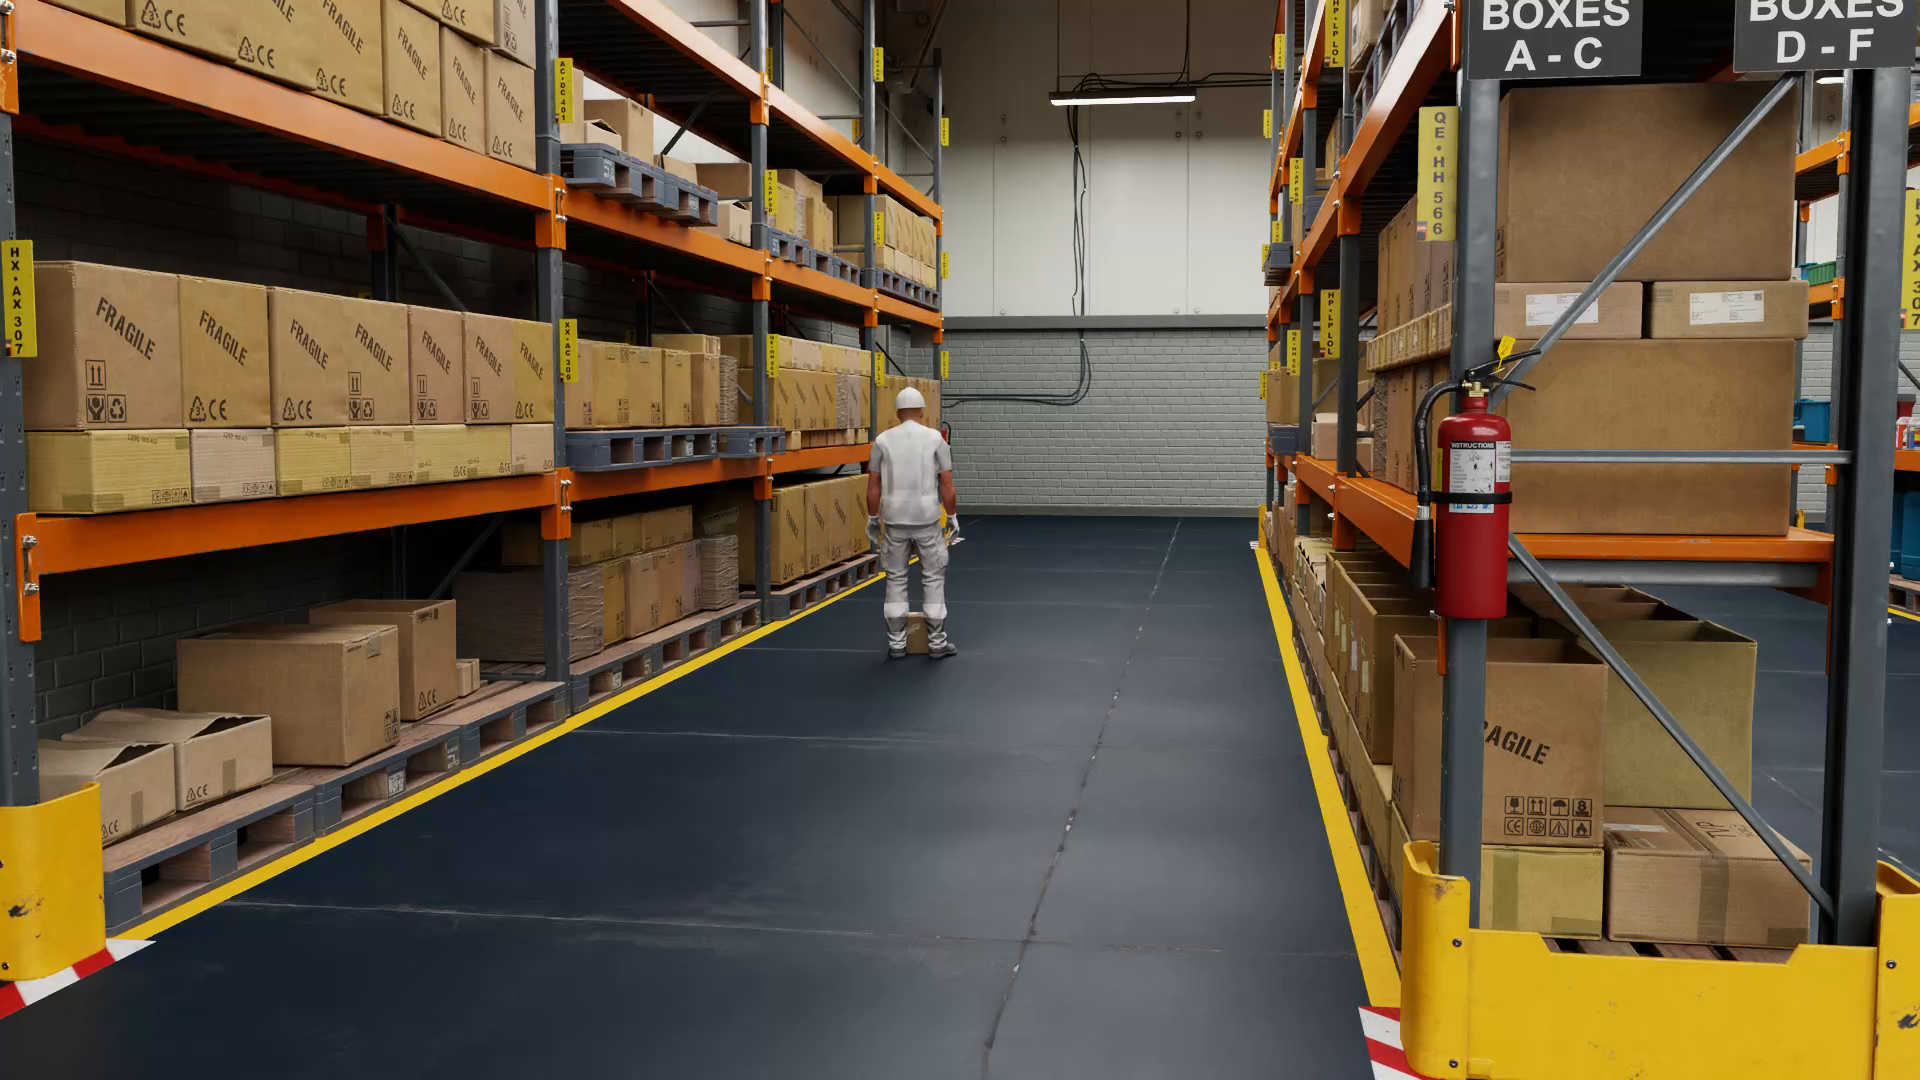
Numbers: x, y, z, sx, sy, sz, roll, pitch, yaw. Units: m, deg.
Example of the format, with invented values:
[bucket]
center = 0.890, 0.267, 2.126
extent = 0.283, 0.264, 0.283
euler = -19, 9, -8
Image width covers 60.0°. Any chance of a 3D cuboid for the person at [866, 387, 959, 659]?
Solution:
[person]
center = -0.316, -0.117, 10.990
extent = 0.623, 1.780, 0.448
euler = 0, 4, 6
